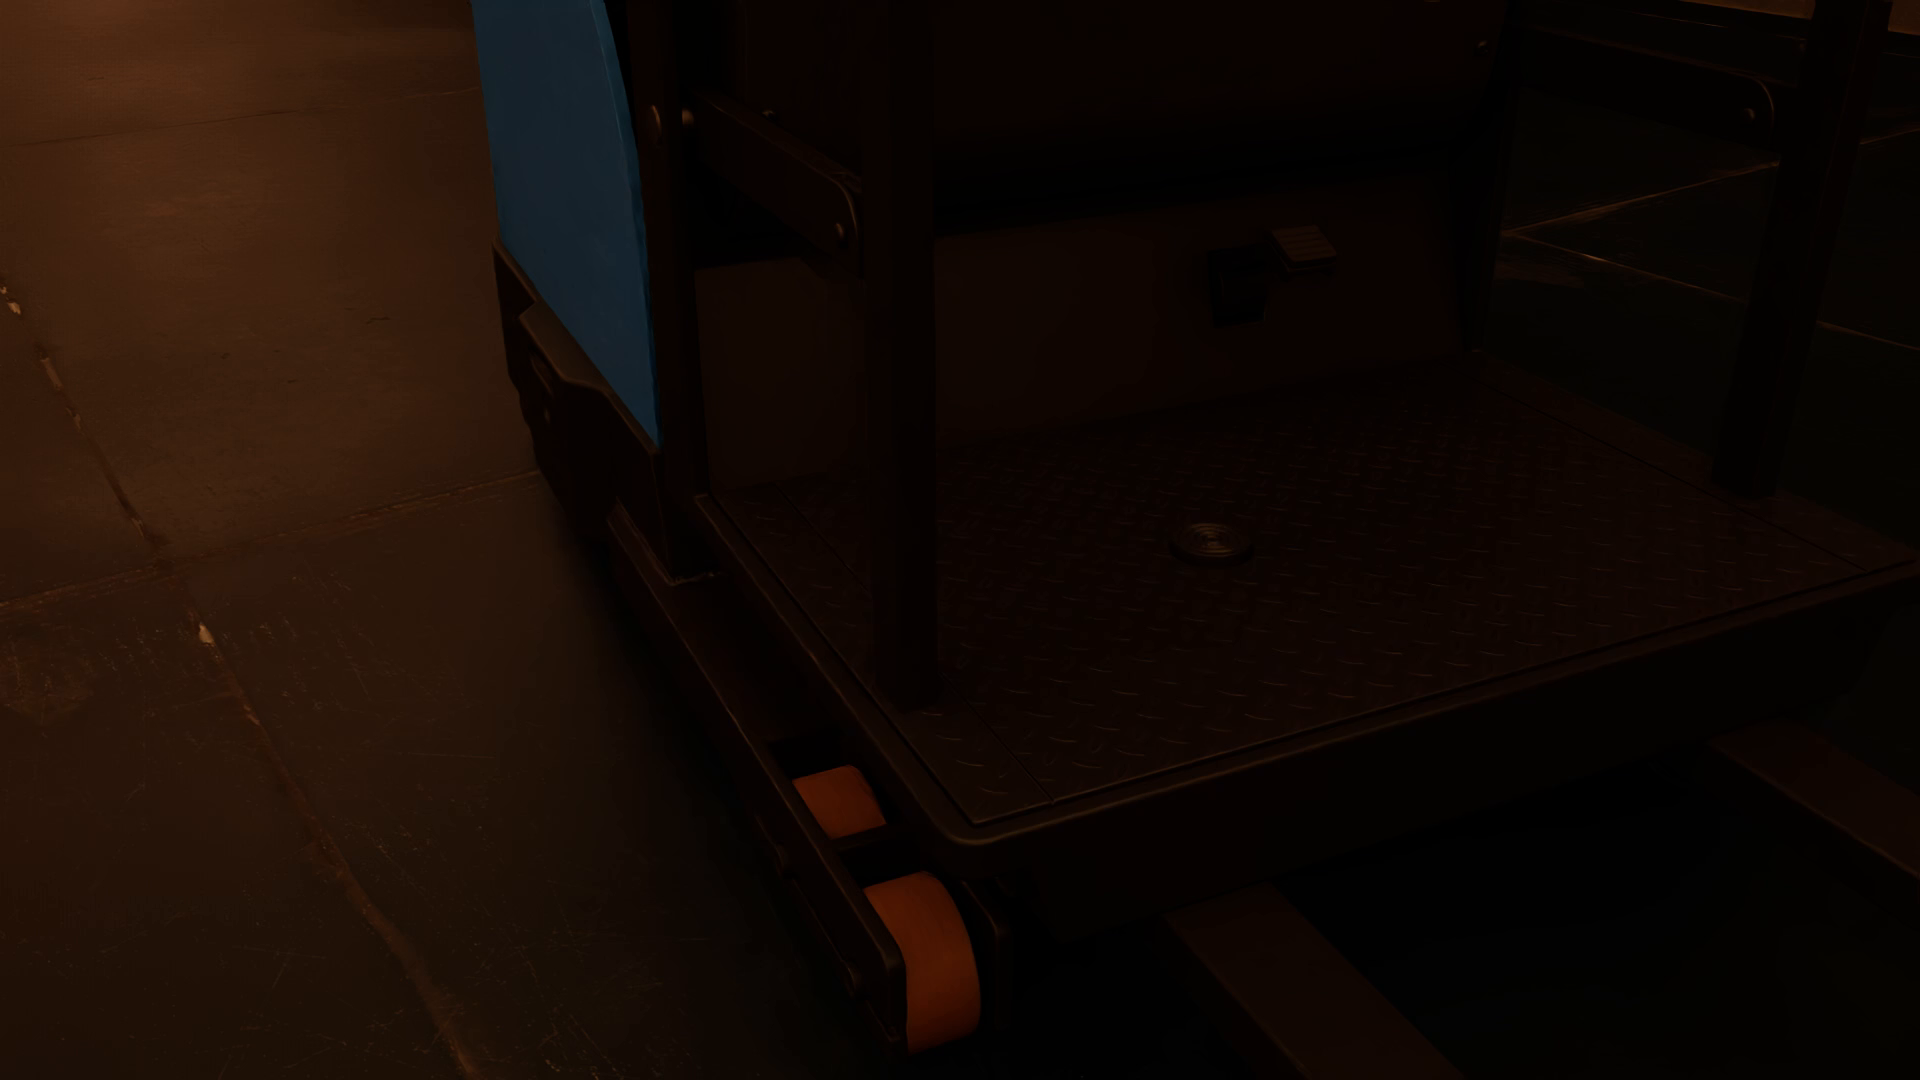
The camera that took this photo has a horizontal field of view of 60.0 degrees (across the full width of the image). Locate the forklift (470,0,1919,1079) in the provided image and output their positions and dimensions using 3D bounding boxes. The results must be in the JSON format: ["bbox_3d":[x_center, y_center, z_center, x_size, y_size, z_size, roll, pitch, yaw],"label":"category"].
[{"bbox_3d":[0.287,-1.056,1.336,1.130,2.935,3.031,-12,29,-22],"label":"forklift"}]
